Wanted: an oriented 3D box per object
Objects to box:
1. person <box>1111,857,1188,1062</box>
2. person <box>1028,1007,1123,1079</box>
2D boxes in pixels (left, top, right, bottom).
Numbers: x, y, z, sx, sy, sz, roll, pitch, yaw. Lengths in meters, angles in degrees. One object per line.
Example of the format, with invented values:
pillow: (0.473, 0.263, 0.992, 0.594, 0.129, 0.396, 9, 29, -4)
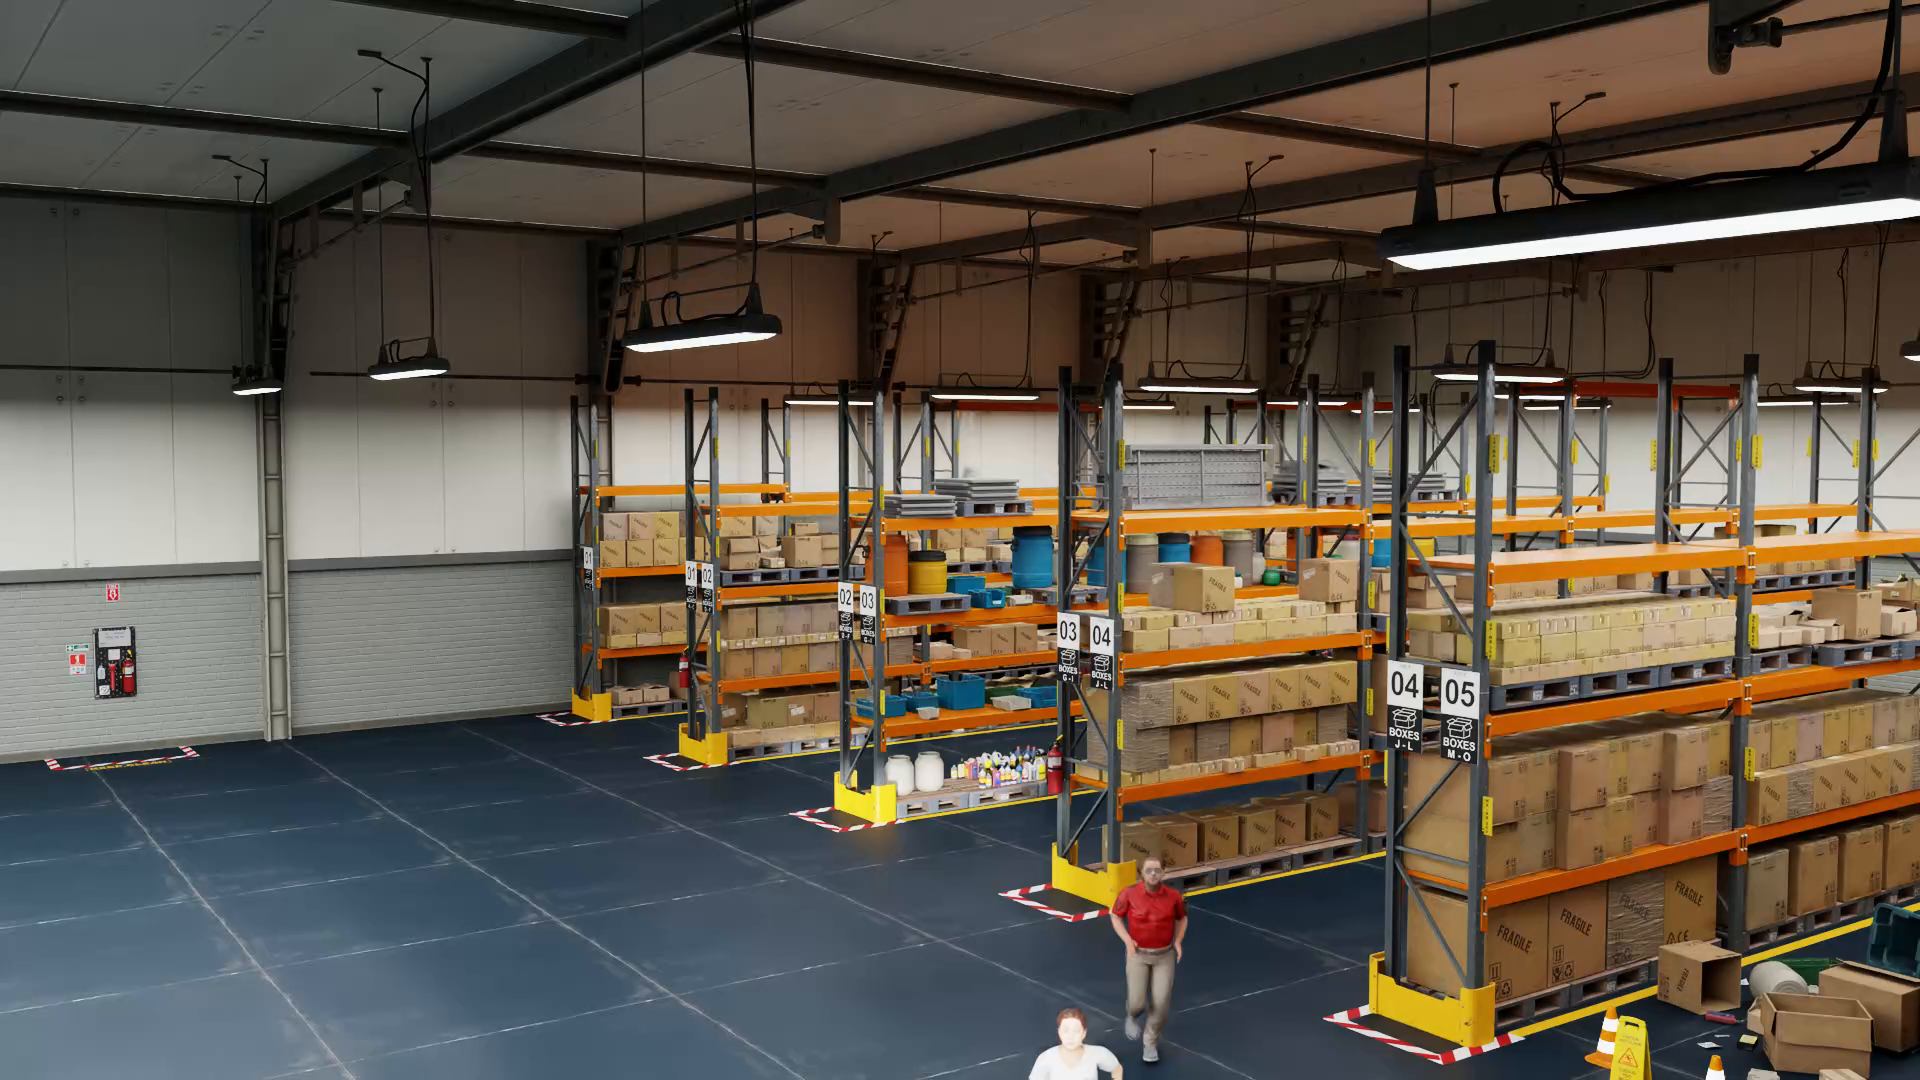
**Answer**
person: (1.595, 3.482, 13.943, 0.648, 1.679, 0.595, 0, 3, -2)
person: (0.708, 3.724, 10.326, 0.597, 1.709, 0.922, 0, 3, 7)
